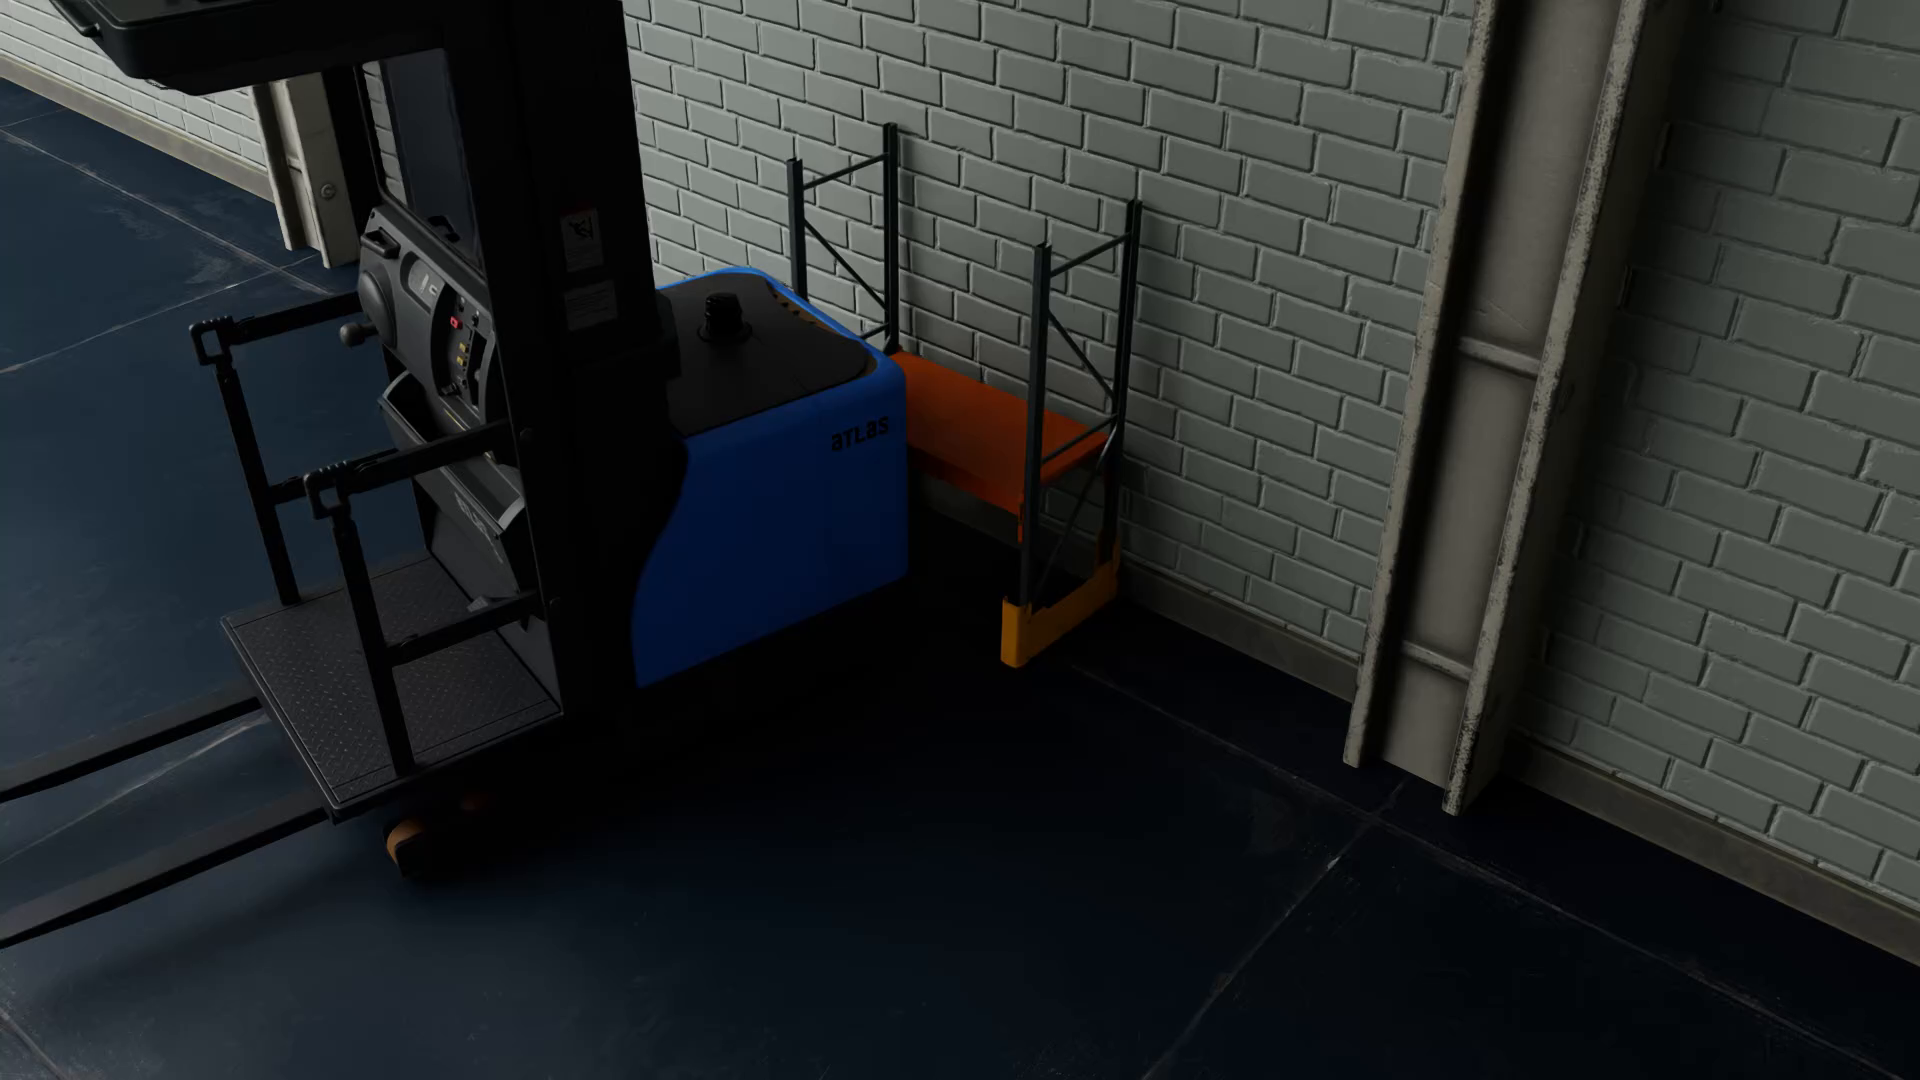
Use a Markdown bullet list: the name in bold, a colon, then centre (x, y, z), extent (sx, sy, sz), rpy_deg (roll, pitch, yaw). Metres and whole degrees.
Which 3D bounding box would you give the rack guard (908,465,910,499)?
- **rack guard**: centre (-0.406, -0.170, 6.256), extent (0.087, 0.250, 0.587), rpy_deg (26, 41, 32)

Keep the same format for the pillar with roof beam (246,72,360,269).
- **pillar with roof beam**: centre (-5.912, -3.309, 3.120), extent (0.400, 9.000, 9.100), rpy_deg (25, 42, 32)

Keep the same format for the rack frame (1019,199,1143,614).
- **rack frame**: centre (0.377, -0.319, 5.369), extent (0.032, 1.500, 0.500), rpy_deg (26, 41, 32)

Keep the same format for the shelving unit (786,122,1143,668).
- **shelving unit**: centre (-0.017, -0.509, 5.646), extent (1.083, 1.500, 0.587), rpy_deg (26, 41, 32)

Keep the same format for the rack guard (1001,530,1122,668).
- **rack guard**: centre (0.352, 0.196, 5.724), extent (0.087, 0.250, 0.587), rpy_deg (26, 41, 32)

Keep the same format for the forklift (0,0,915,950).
- **forklift**: centre (-1.642, -0.580, 4.505), extent (3.031, 2.935, 1.130), rpy_deg (-23, 40, -29)

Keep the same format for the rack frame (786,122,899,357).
- **rack frame**: centre (-0.397, -0.692, 5.913), extent (0.032, 1.500, 0.500), rpy_deg (26, 41, 32)

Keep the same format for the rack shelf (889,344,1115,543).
- **rack shelf**: centre (-0.013, -0.355, 5.740), extent (1.000, 0.185, 0.538), rpy_deg (26, 41, 32)
